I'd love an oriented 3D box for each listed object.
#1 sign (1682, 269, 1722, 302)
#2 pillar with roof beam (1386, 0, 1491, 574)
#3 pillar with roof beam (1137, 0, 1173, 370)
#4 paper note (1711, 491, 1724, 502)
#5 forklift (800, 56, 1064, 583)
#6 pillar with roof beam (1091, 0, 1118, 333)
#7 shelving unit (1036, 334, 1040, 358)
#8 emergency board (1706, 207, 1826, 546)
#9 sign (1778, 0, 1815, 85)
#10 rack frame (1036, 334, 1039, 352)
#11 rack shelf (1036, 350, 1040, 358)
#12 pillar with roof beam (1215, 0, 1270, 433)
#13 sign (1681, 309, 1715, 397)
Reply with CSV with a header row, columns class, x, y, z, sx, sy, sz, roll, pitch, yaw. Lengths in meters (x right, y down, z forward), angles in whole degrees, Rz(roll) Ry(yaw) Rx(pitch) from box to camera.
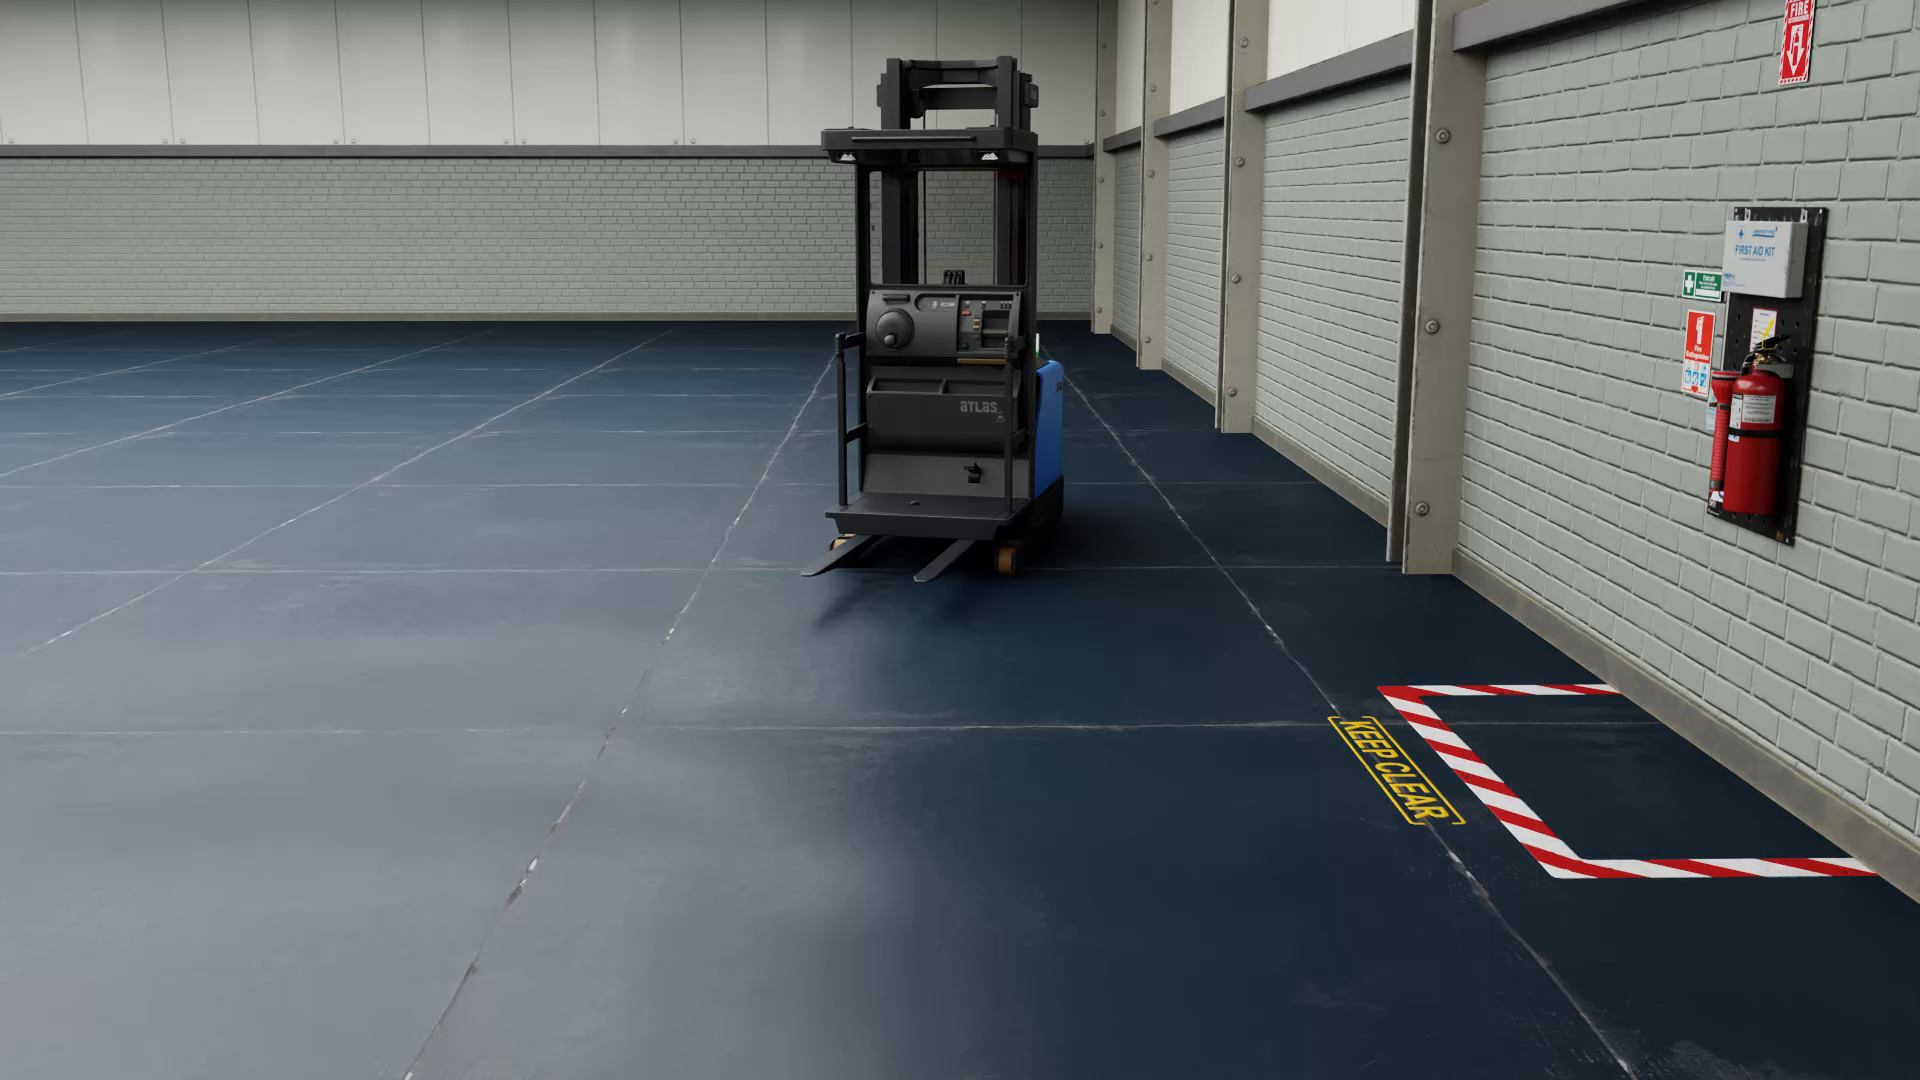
class,x,y,z,sx,sy,sz,roll,pitch,yaw
sign,2.908,-0.999,6.516,0.001,0.109,0.331,0,11,-1
pillar with roof beam,-1.590,-4.236,8.806,9.100,9.000,0.400,0,11,-1
pillar with roof beam,-1.838,-6.621,20.564,9.100,9.000,0.400,0,11,-1
paper note,2.890,-0.216,6.295,0.016,0.148,0.142,0,11,-1
forklift,-0.144,-1.316,9.674,1.130,2.935,3.031,3,12,13
pillar with roof beam,-1.962,-7.814,26.443,9.100,9.000,0.400,0,11,-1
shelving unit,0.377,-0.807,11.521,0.258,1.200,0.503,3,12,13
emergency board,2.825,-0.612,6.033,0.194,1.169,0.643,0,11,-1
sign,2.924,-1.750,5.812,0.001,0.298,0.199,0,11,-1
rack frame,0.434,-0.855,11.754,0.240,1.200,0.015,3,12,13
rack shelf,0.377,-1.215,11.438,0.258,0.148,0.480,3,12,13
pillar with roof beam,-1.714,-5.429,14.685,9.100,9.000,0.400,0,11,-1
sign,2.916,-0.740,6.573,0.001,0.329,0.234,0,11,-1
